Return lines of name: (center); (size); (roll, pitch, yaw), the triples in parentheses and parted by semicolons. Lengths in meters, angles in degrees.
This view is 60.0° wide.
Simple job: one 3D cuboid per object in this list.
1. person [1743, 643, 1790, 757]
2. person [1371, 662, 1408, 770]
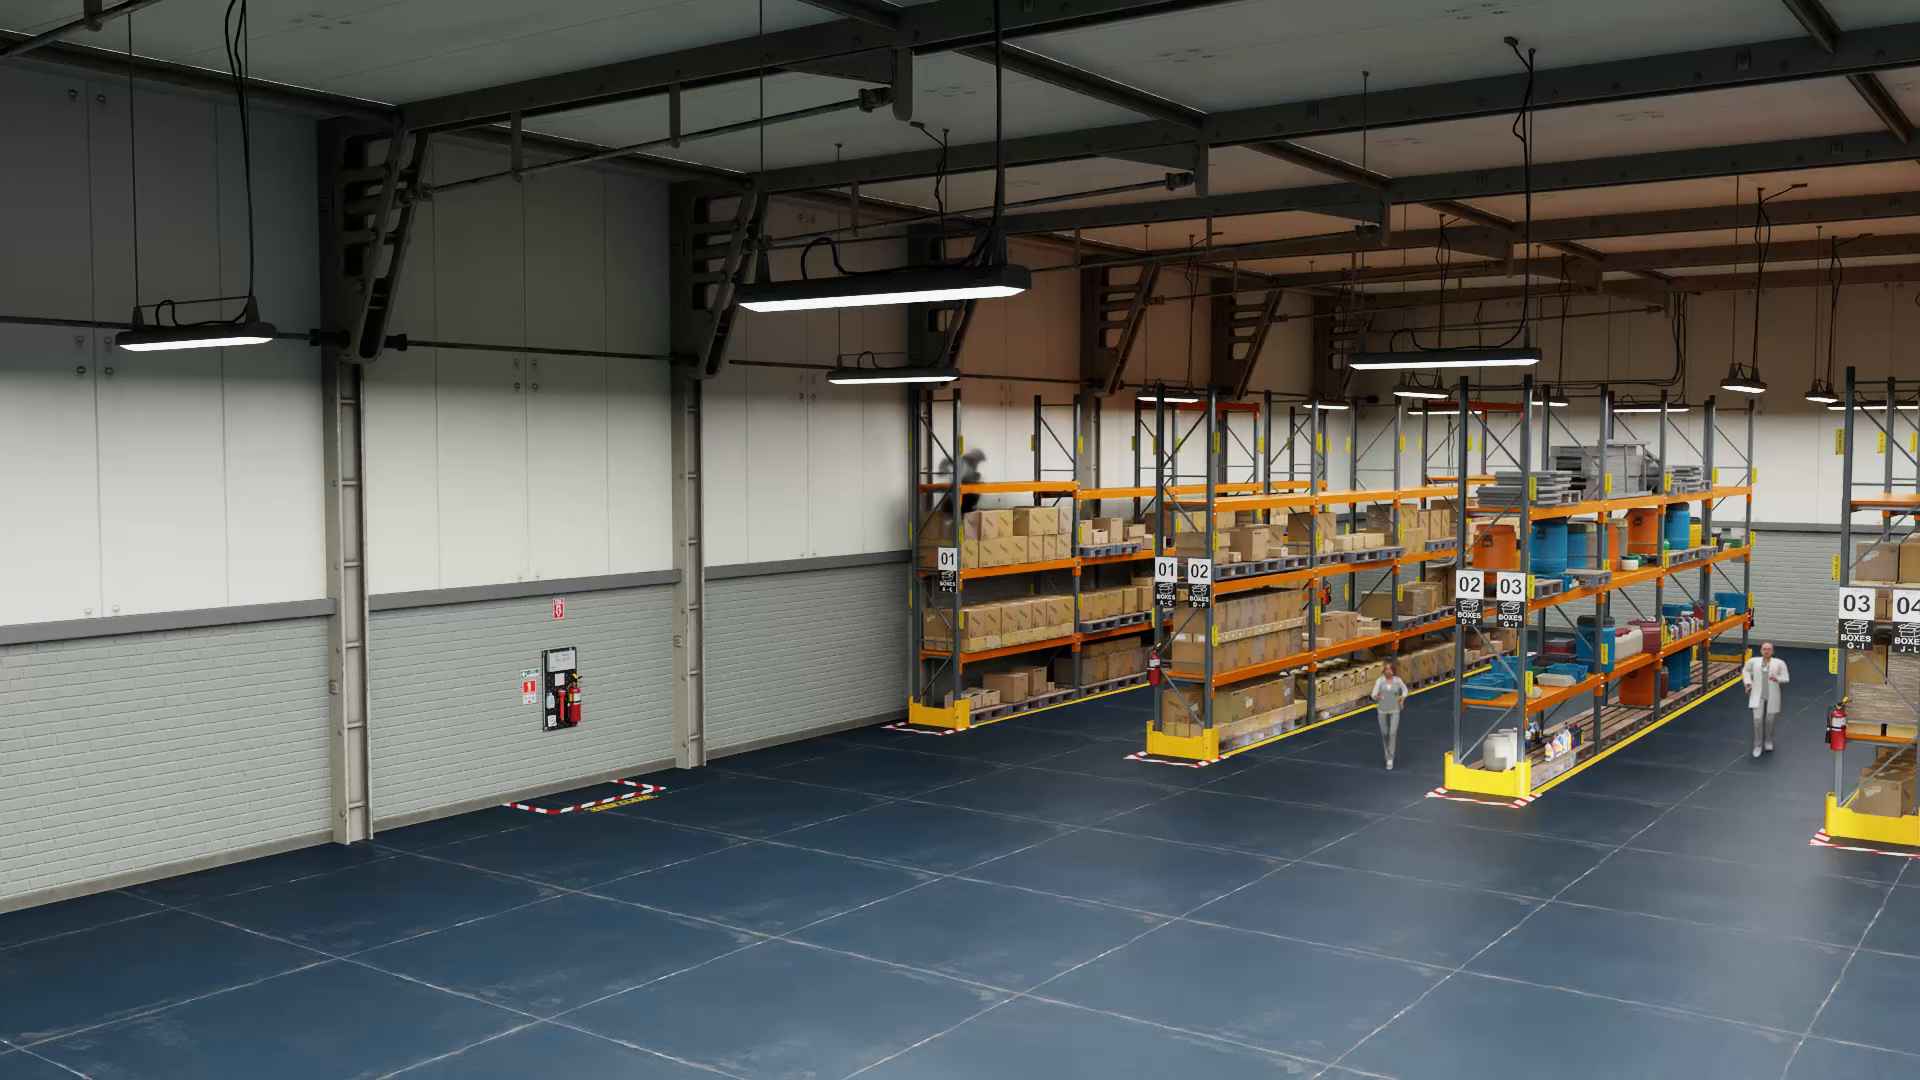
person: (13.063, 2.578, 26.979); (0.693, 1.839, 0.823); (2, 4, 27)
person: (6.673, 2.701, 25.884); (0.531, 1.607, 0.838); (1, 3, 21)
